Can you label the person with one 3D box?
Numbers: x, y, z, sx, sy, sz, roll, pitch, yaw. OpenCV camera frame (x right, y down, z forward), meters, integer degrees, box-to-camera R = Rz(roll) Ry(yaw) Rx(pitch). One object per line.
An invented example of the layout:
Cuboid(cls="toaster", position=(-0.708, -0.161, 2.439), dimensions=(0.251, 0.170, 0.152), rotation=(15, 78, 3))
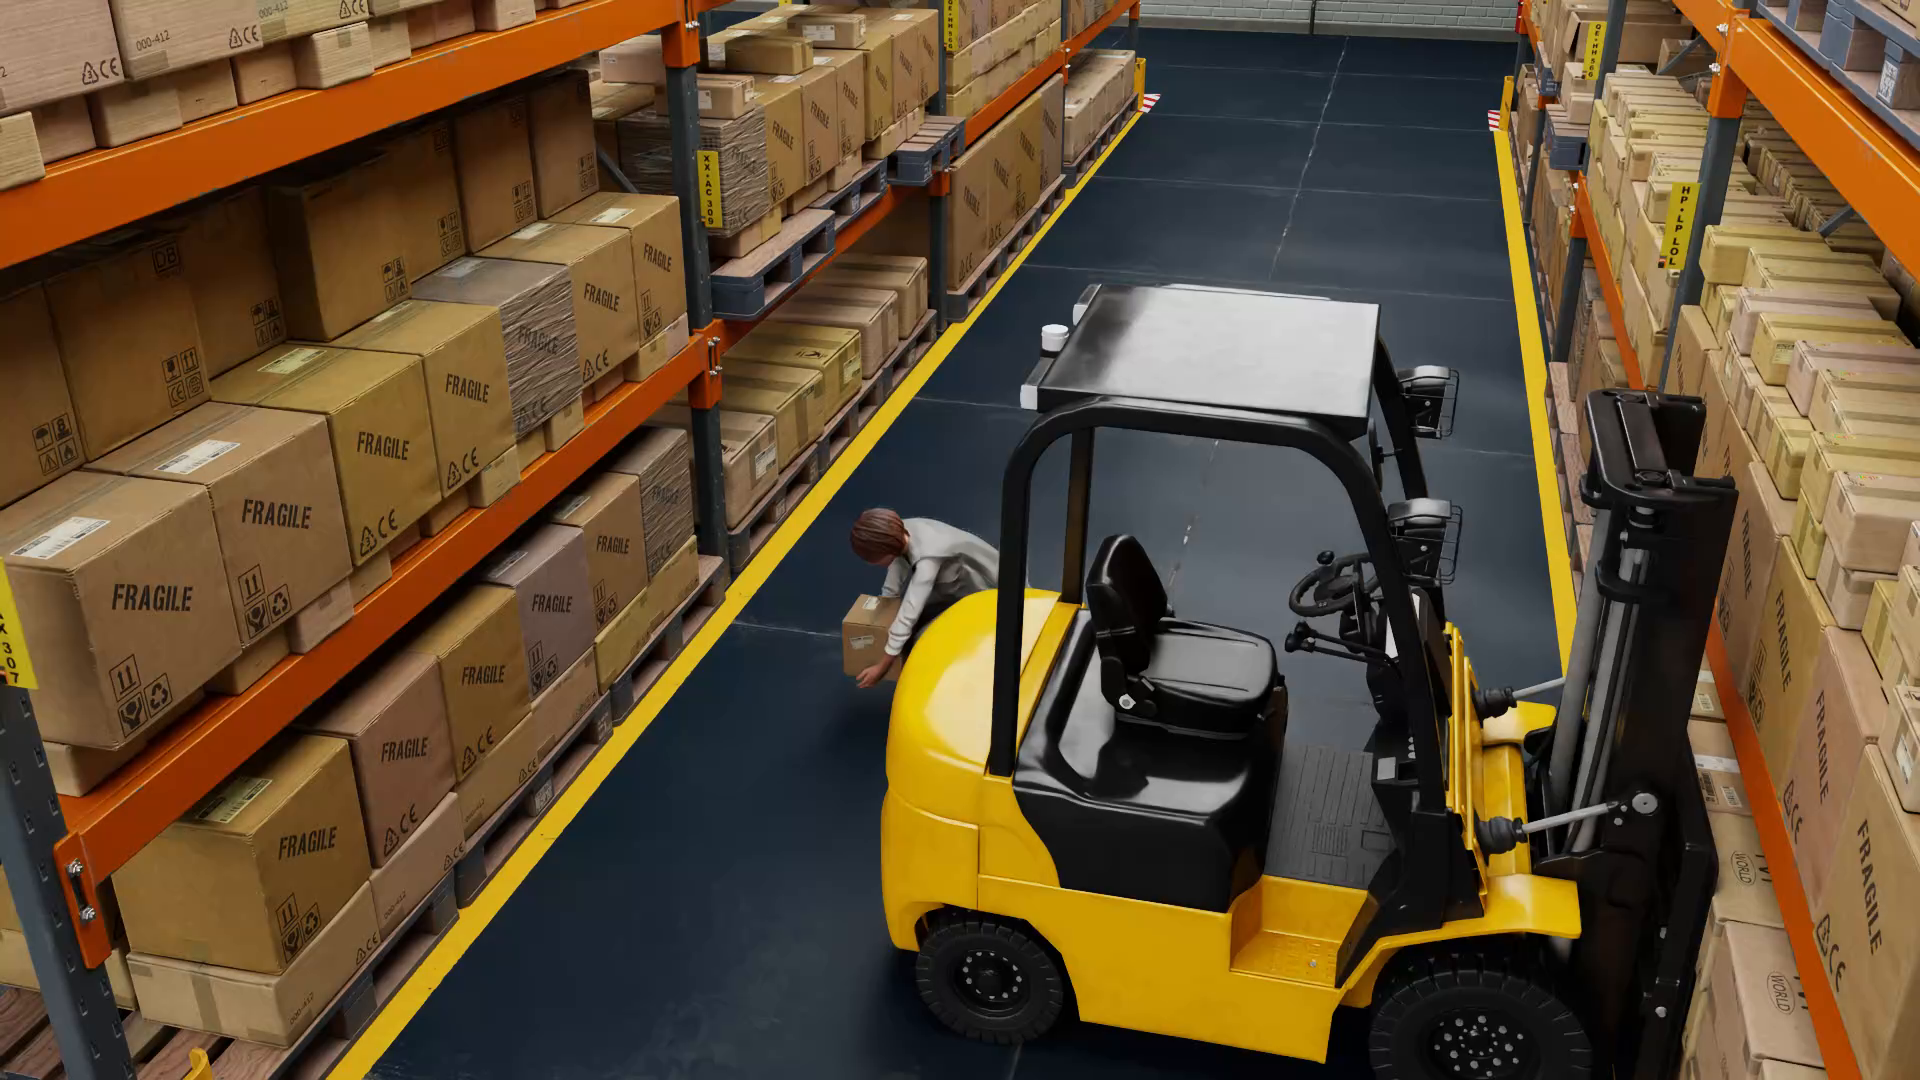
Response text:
Cuboid(cls="person", position=(-0.081, 0.258, 6.866), dimensions=(0.771, 0.925, 0.451), rotation=(-7, 26, -13))
